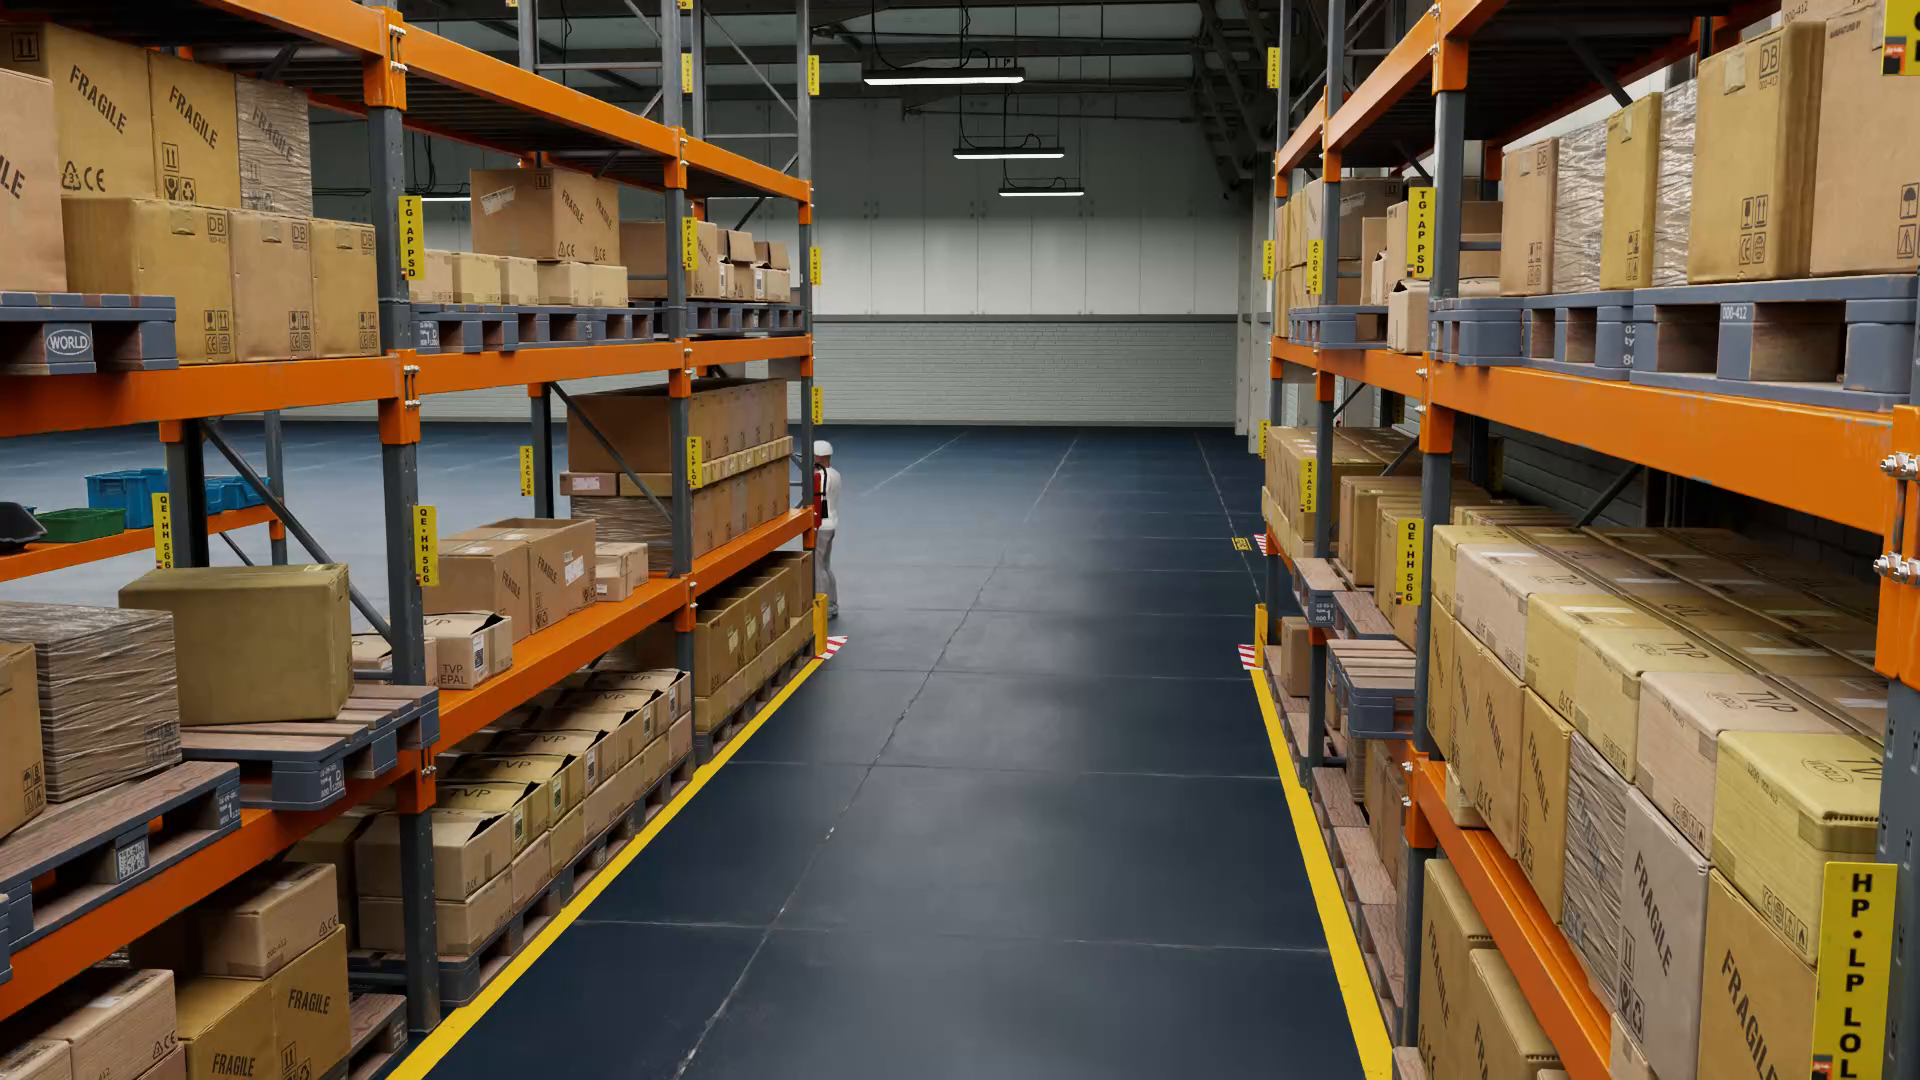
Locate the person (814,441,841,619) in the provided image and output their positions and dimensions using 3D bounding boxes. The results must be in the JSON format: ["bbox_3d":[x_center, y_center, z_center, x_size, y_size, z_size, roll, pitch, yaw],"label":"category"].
[{"bbox_3d":[-1.383,-0.106,16.517,0.358,1.764,0.565,1,8,8],"label":"person"}]
